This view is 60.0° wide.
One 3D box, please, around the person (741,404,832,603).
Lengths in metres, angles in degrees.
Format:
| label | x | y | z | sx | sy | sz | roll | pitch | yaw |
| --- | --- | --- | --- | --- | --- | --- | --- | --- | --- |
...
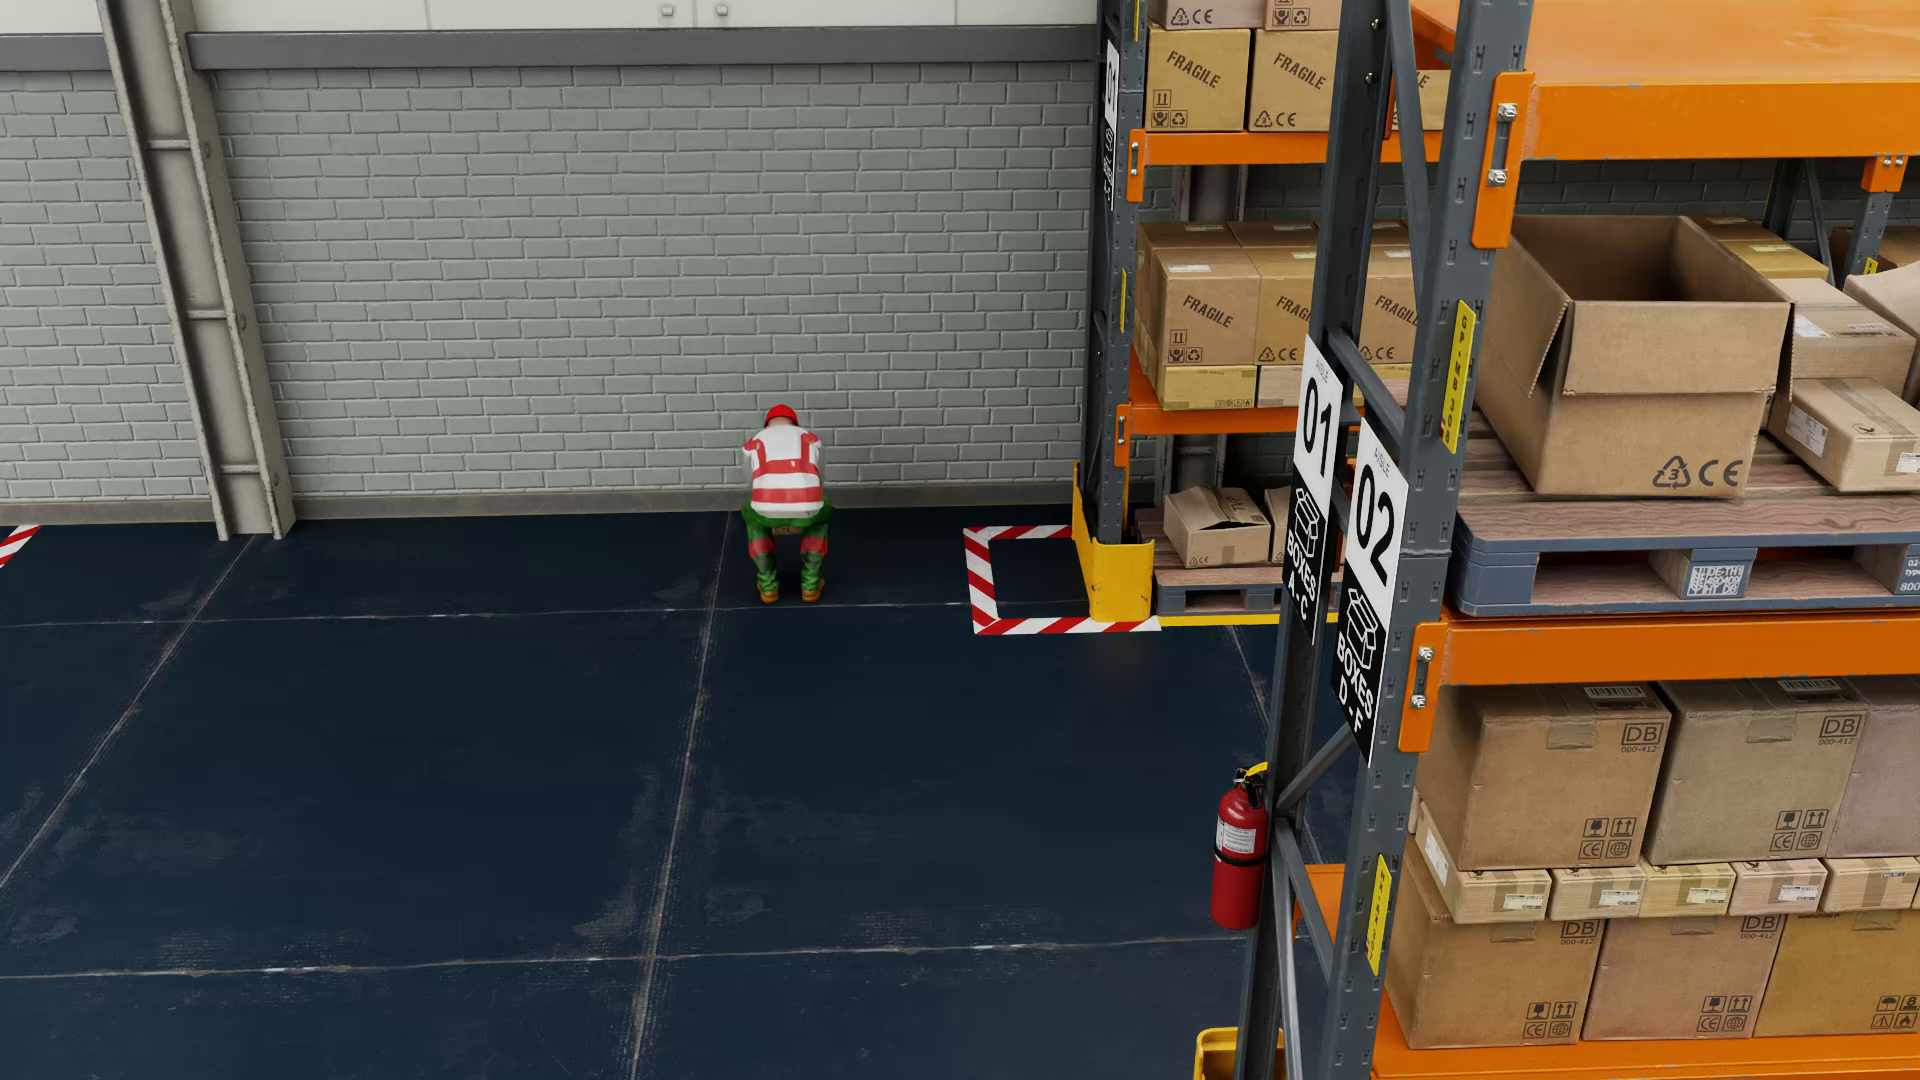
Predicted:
| label | x | y | z | sx | sy | sz | roll | pitch | yaw |
| --- | --- | --- | --- | --- | --- | --- | --- | --- | --- |
| person | -1.027 | -0.200 | 9.854 | 0.536 | 0.988 | 0.950 | -2 | 27 | -5 |
